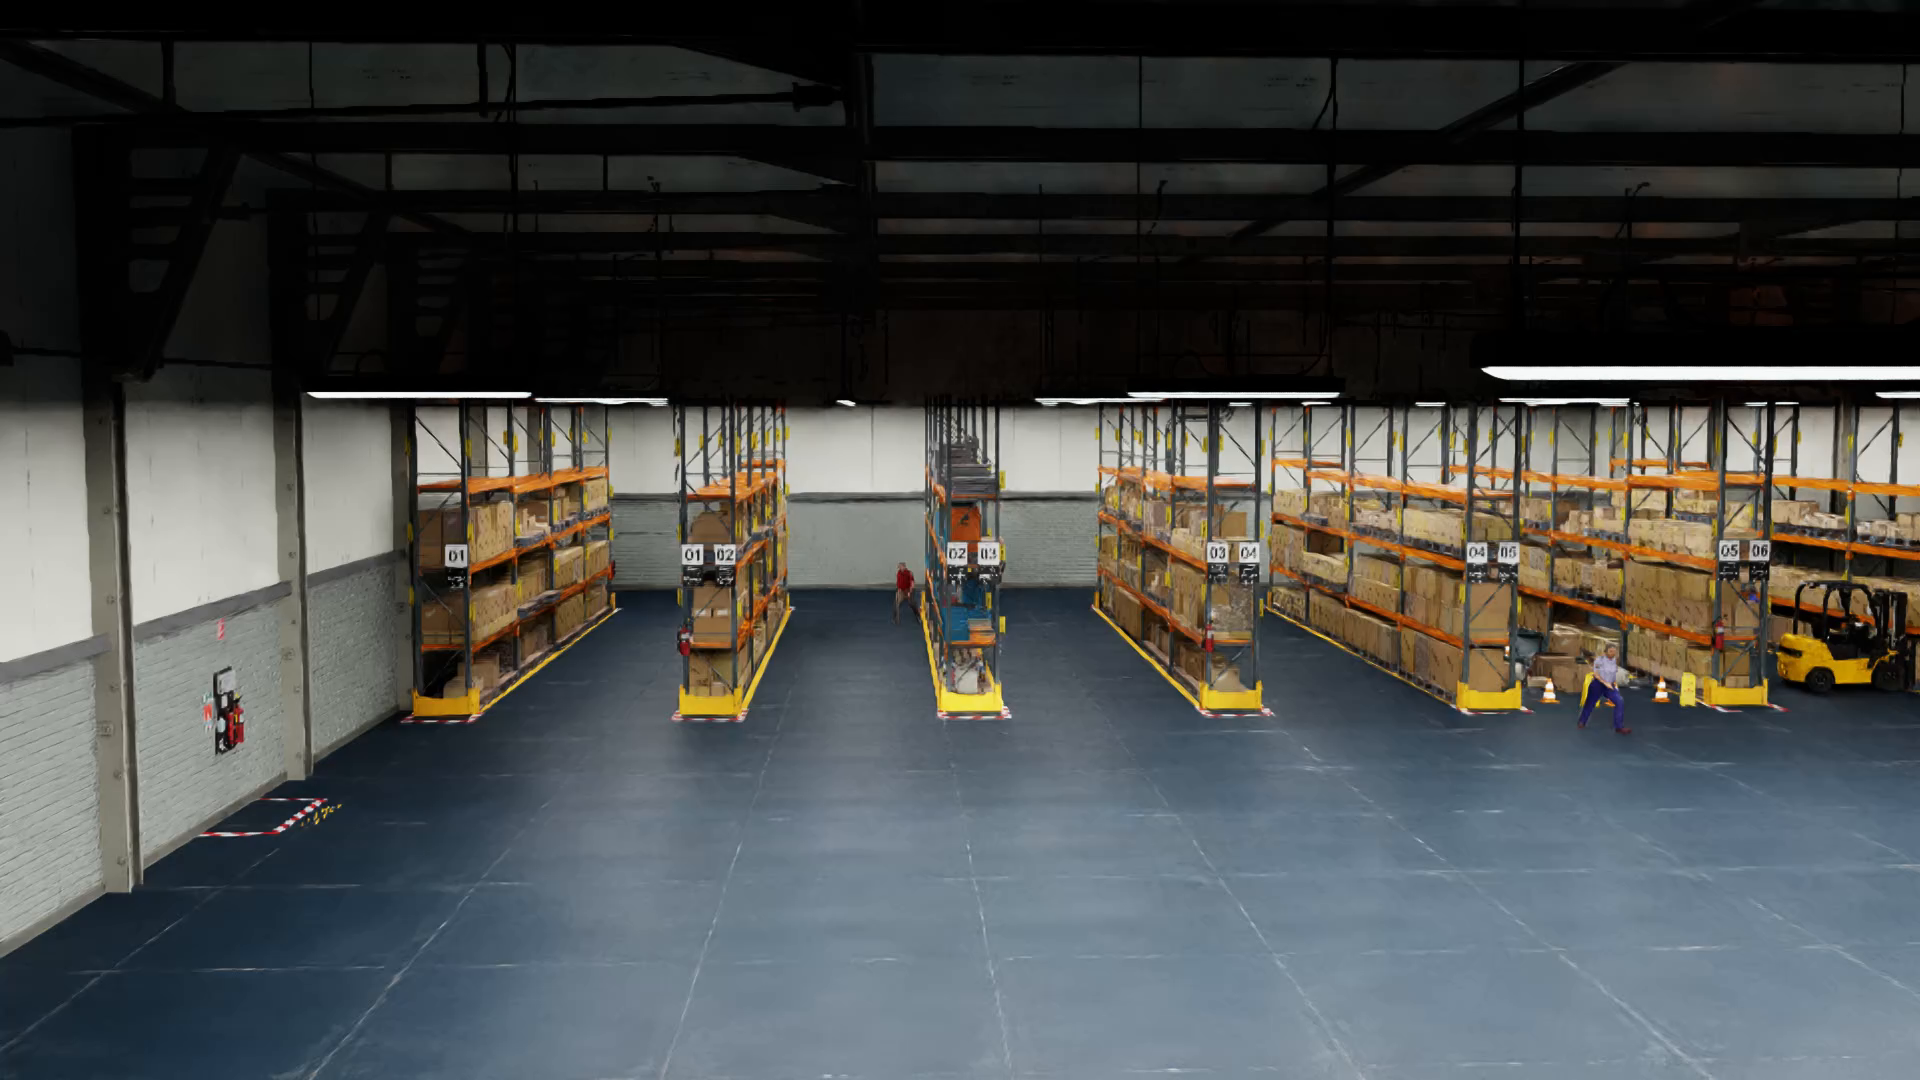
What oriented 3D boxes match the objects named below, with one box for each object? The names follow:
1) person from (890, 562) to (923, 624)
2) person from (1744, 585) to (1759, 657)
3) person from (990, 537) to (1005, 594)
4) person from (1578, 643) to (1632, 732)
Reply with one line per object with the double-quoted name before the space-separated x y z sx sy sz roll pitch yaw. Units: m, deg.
"person" -1.409 1.390 44.346 0.675 1.667 0.859 3 5 33
"person" 18.263 1.858 38.395 0.556 1.638 0.588 2 5 22
"person" 1.122 0.776 51.277 0.533 1.770 0.752 3 5 34
"person" 11.413 2.604 29.486 0.655 1.564 0.824 -2 5 -19
